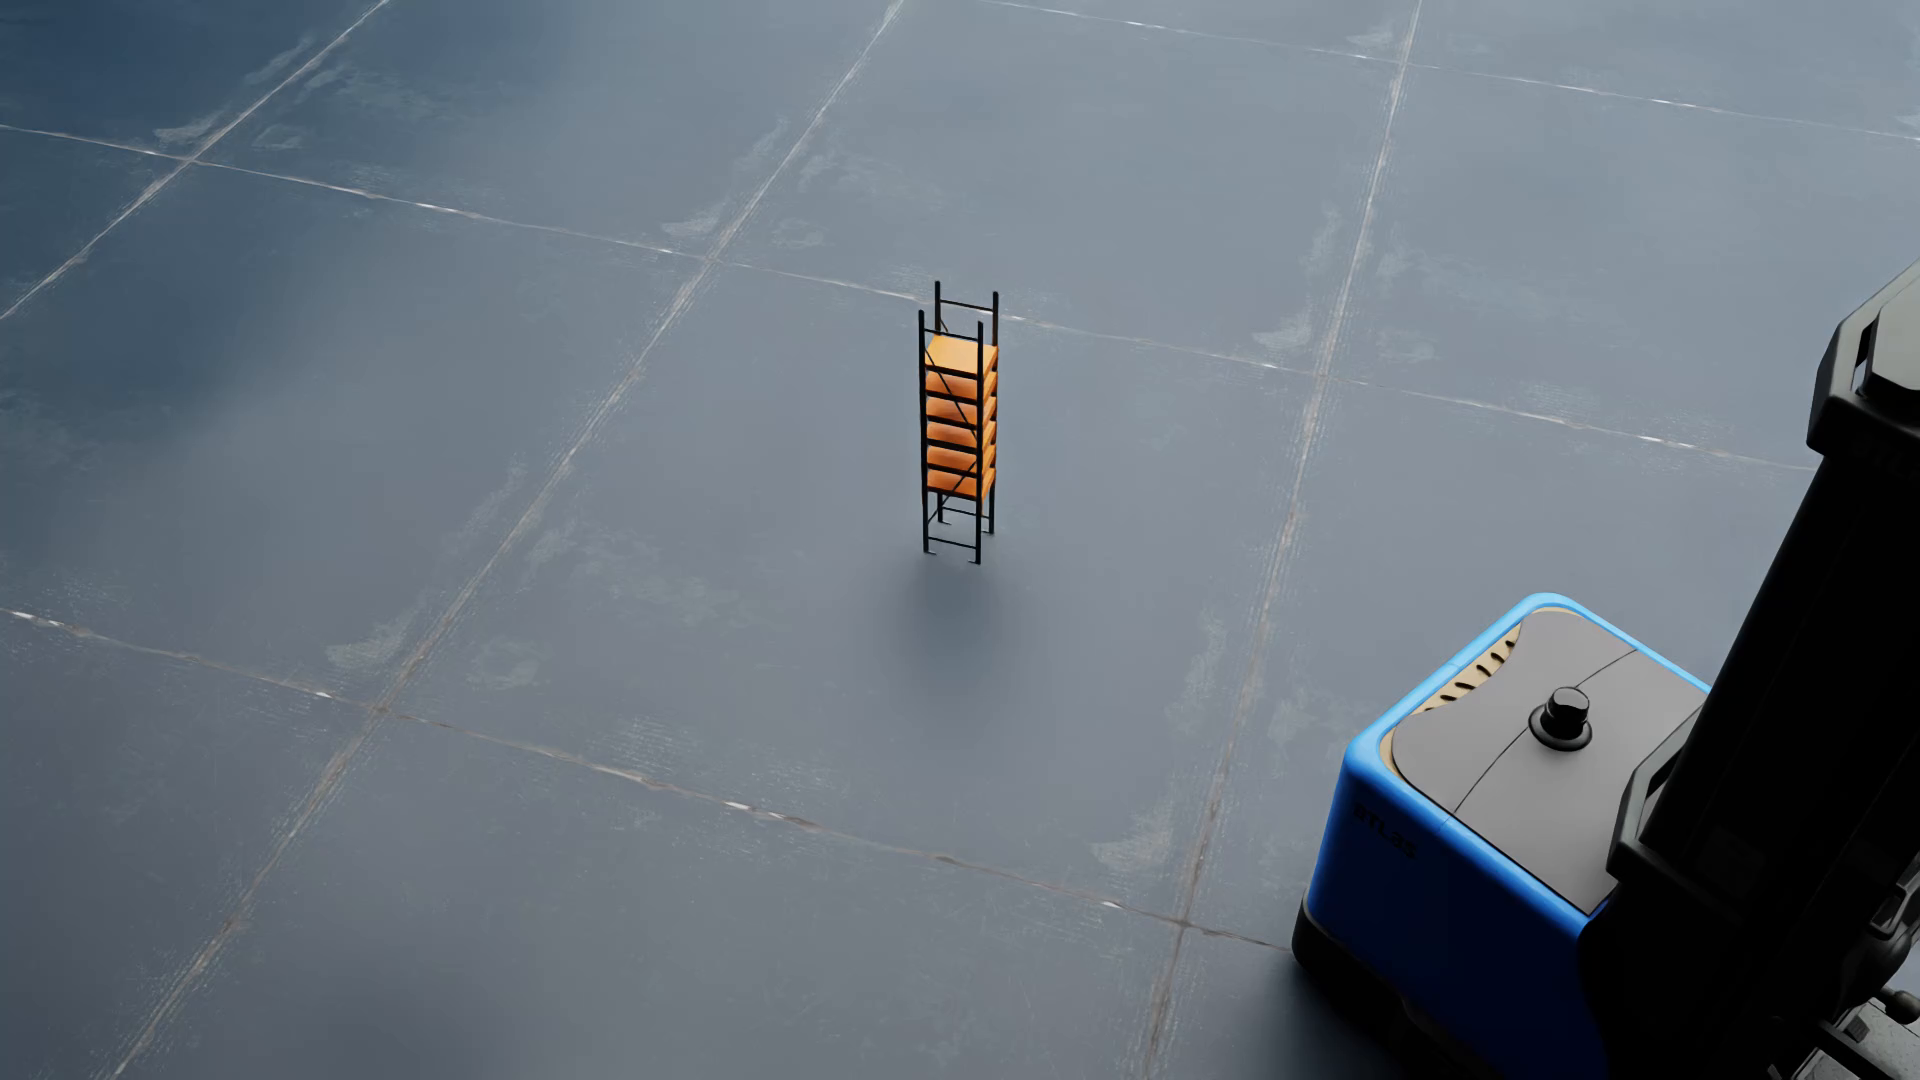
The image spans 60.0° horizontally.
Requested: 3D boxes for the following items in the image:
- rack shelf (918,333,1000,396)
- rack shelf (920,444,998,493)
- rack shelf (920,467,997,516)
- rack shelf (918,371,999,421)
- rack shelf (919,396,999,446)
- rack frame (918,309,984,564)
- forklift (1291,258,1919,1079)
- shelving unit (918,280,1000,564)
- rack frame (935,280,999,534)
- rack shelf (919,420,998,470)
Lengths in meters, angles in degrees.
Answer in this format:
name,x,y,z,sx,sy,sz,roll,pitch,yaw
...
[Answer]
name,x,y,z,sx,sy,sz,roll,pitch,yaw
rack shelf,-0.004,-0.645,6.100,0.258,0.103,0.180,13,46,13
rack shelf,-0.004,-0.302,6.436,0.258,0.103,0.180,13,46,13
rack shelf,-0.004,-0.216,6.519,0.258,0.103,0.180,13,46,13
rack shelf,-0.004,-0.559,6.184,0.258,0.103,0.180,13,46,13
rack shelf,-0.004,-0.473,6.268,0.258,0.103,0.180,13,46,13
rack frame,-0.032,-0.358,6.258,0.240,1.200,0.006,13,46,13
forklift,2.415,0.848,3.787,1.130,2.935,3.031,-32,53,-28
shelving unit,-0.004,-0.419,6.321,0.258,1.200,0.189,13,46,13
rack frame,0.023,-0.480,6.383,0.240,1.200,0.006,13,46,13
rack shelf,-0.004,-0.387,6.352,0.258,0.103,0.180,13,46,13
